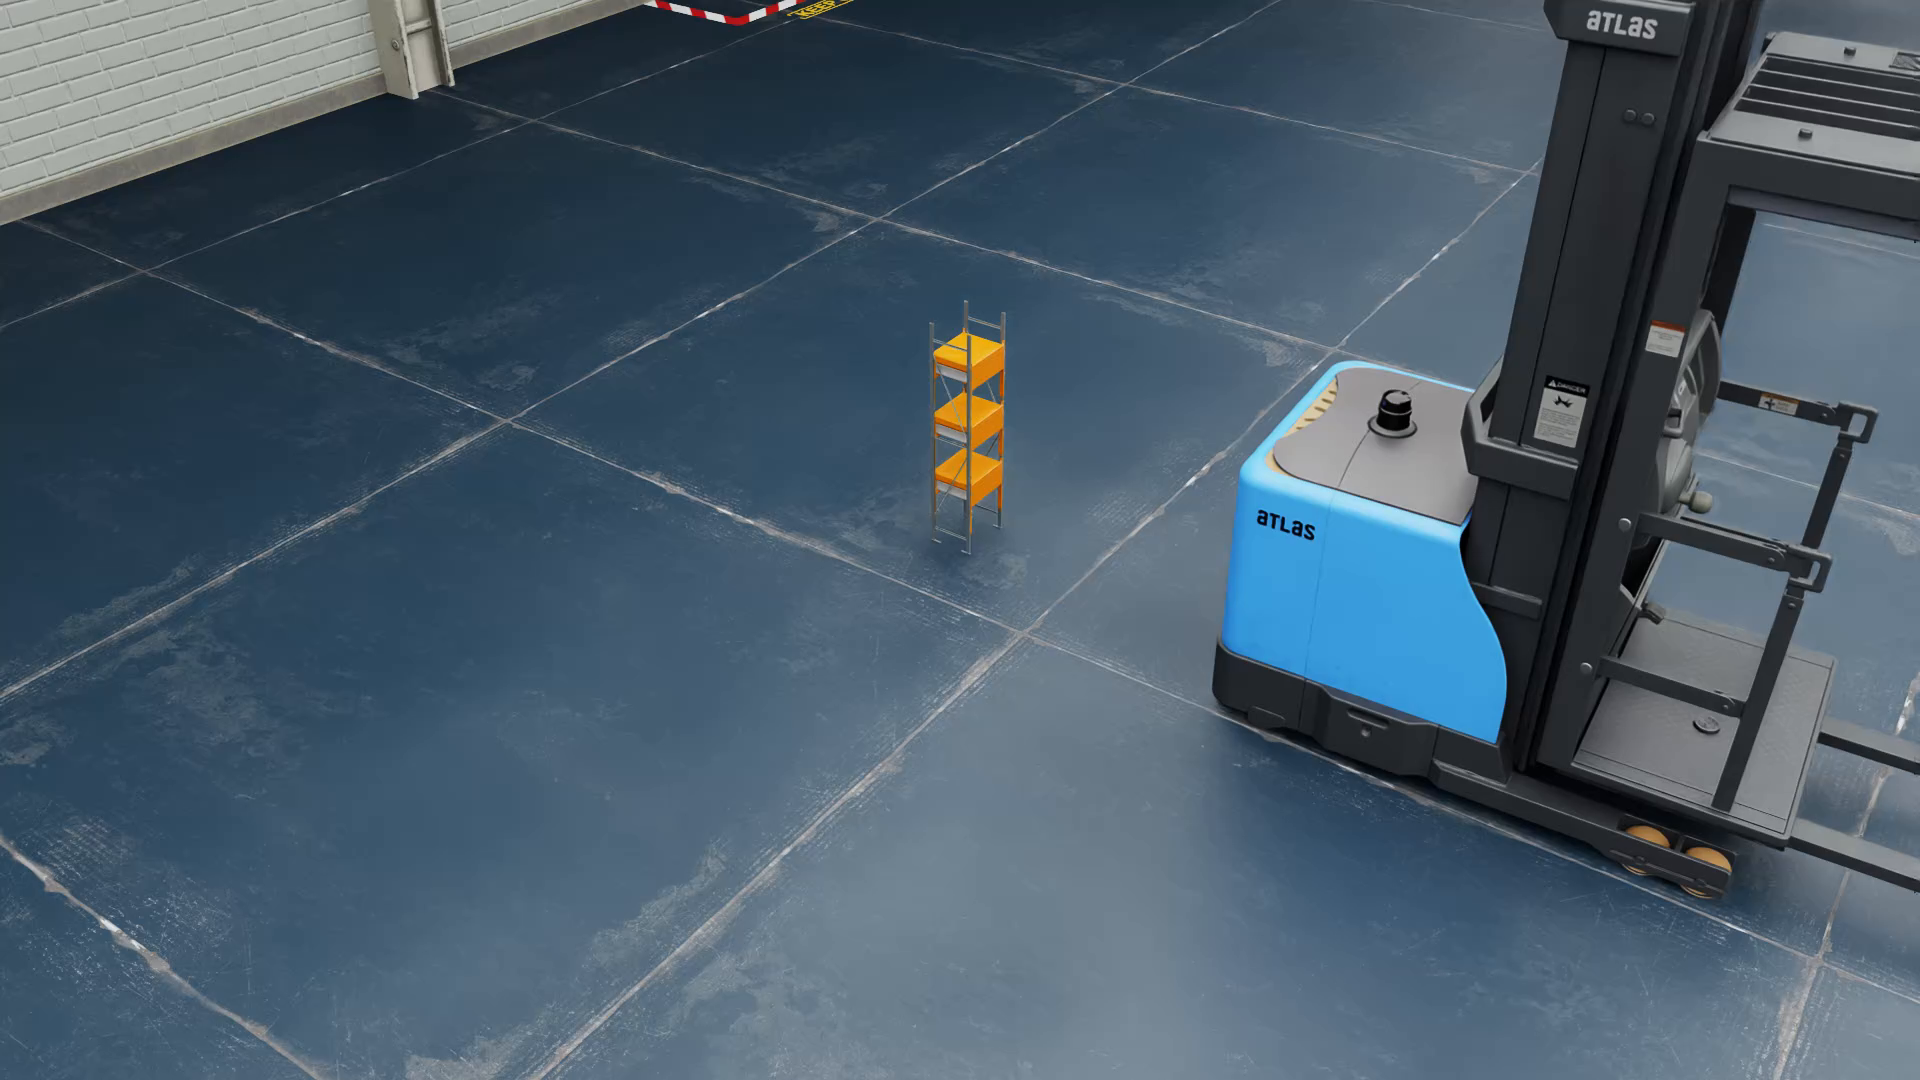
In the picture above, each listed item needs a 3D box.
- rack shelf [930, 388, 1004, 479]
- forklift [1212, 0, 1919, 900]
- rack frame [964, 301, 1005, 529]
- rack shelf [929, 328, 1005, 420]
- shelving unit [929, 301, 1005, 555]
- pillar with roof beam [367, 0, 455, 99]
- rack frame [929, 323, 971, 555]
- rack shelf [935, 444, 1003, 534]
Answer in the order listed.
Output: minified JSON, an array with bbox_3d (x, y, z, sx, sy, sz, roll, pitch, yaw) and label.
[{"bbox_3d":[0.031,-0.451,6.998,0.215,0.259,0.240,21,39,28],"label":"rack shelf"},{"bbox_3d":[2.477,-0.372,5.184,3.031,2.935,1.130,19,38,26],"label":"forklift"},{"bbox_3d":[0.100,-0.516,7.075,0.200,1.050,0.008,21,39,28],"label":"rack frame"},{"bbox_3d":[0.031,-0.686,6.839,0.215,0.259,0.240,21,39,28],"label":"rack shelf"},{"bbox_3d":[0.031,-0.460,6.992,0.215,1.050,0.252,21,39,28],"label":"shelving unit"},{"bbox_3d":[-0.399,-5.650,7.572,9.100,9.000,0.400,21,39,28],"label":"pillar with roof beam"},{"bbox_3d":[-0.039,-0.403,6.909,0.200,1.050,0.008,21,39,28],"label":"rack frame"},{"bbox_3d":[0.031,-0.221,7.154,0.215,0.259,0.240,21,39,28],"label":"rack shelf"}]
